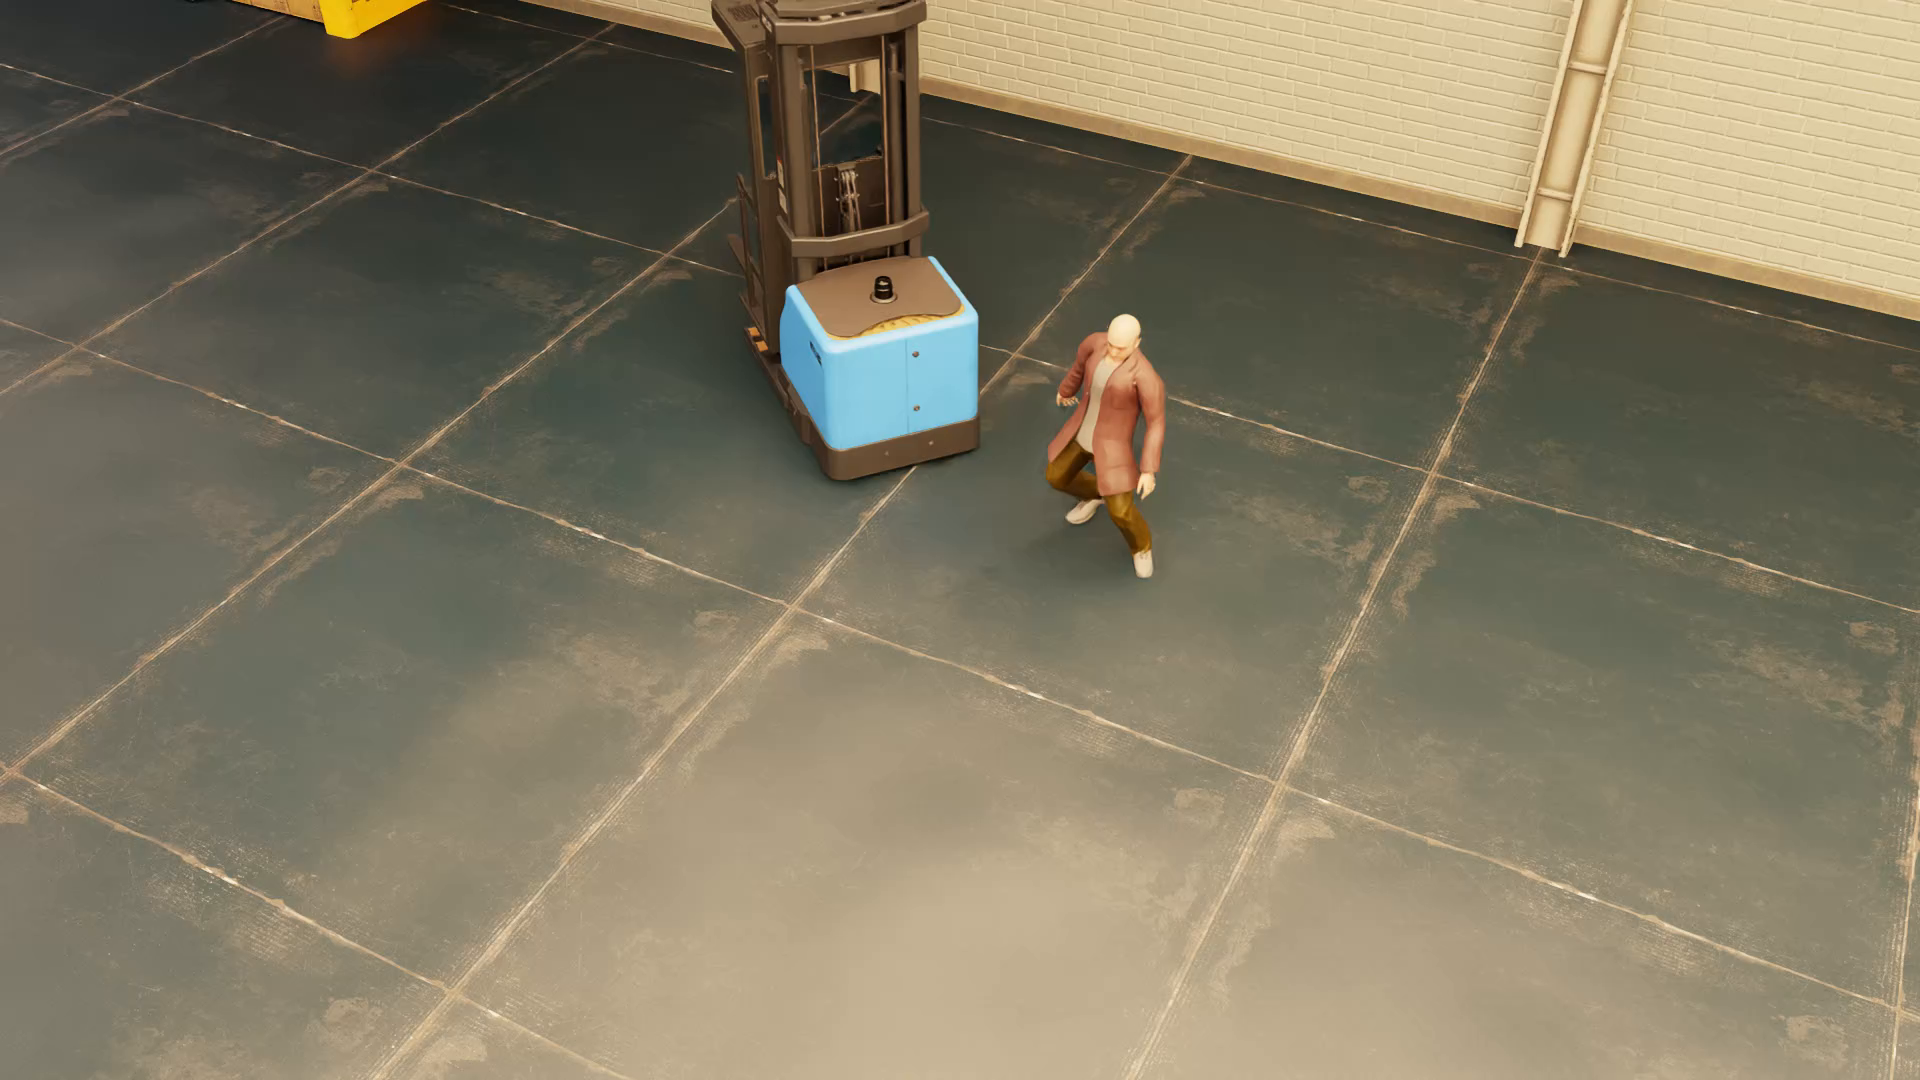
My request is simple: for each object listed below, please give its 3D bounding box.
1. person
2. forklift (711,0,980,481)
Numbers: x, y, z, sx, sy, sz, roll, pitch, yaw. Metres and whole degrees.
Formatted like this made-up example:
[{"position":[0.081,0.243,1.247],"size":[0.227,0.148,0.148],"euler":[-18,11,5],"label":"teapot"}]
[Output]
[{"position":[0.846,-0.635,9.718],"size":[0.577,1.687,0.939],"euler":[-26,47,-28],"label":"person"},{"position":[-0.896,-2.454,10.900],"size":[1.130,2.935,3.031],"euler":[-15,42,-17],"label":"forklift"}]
